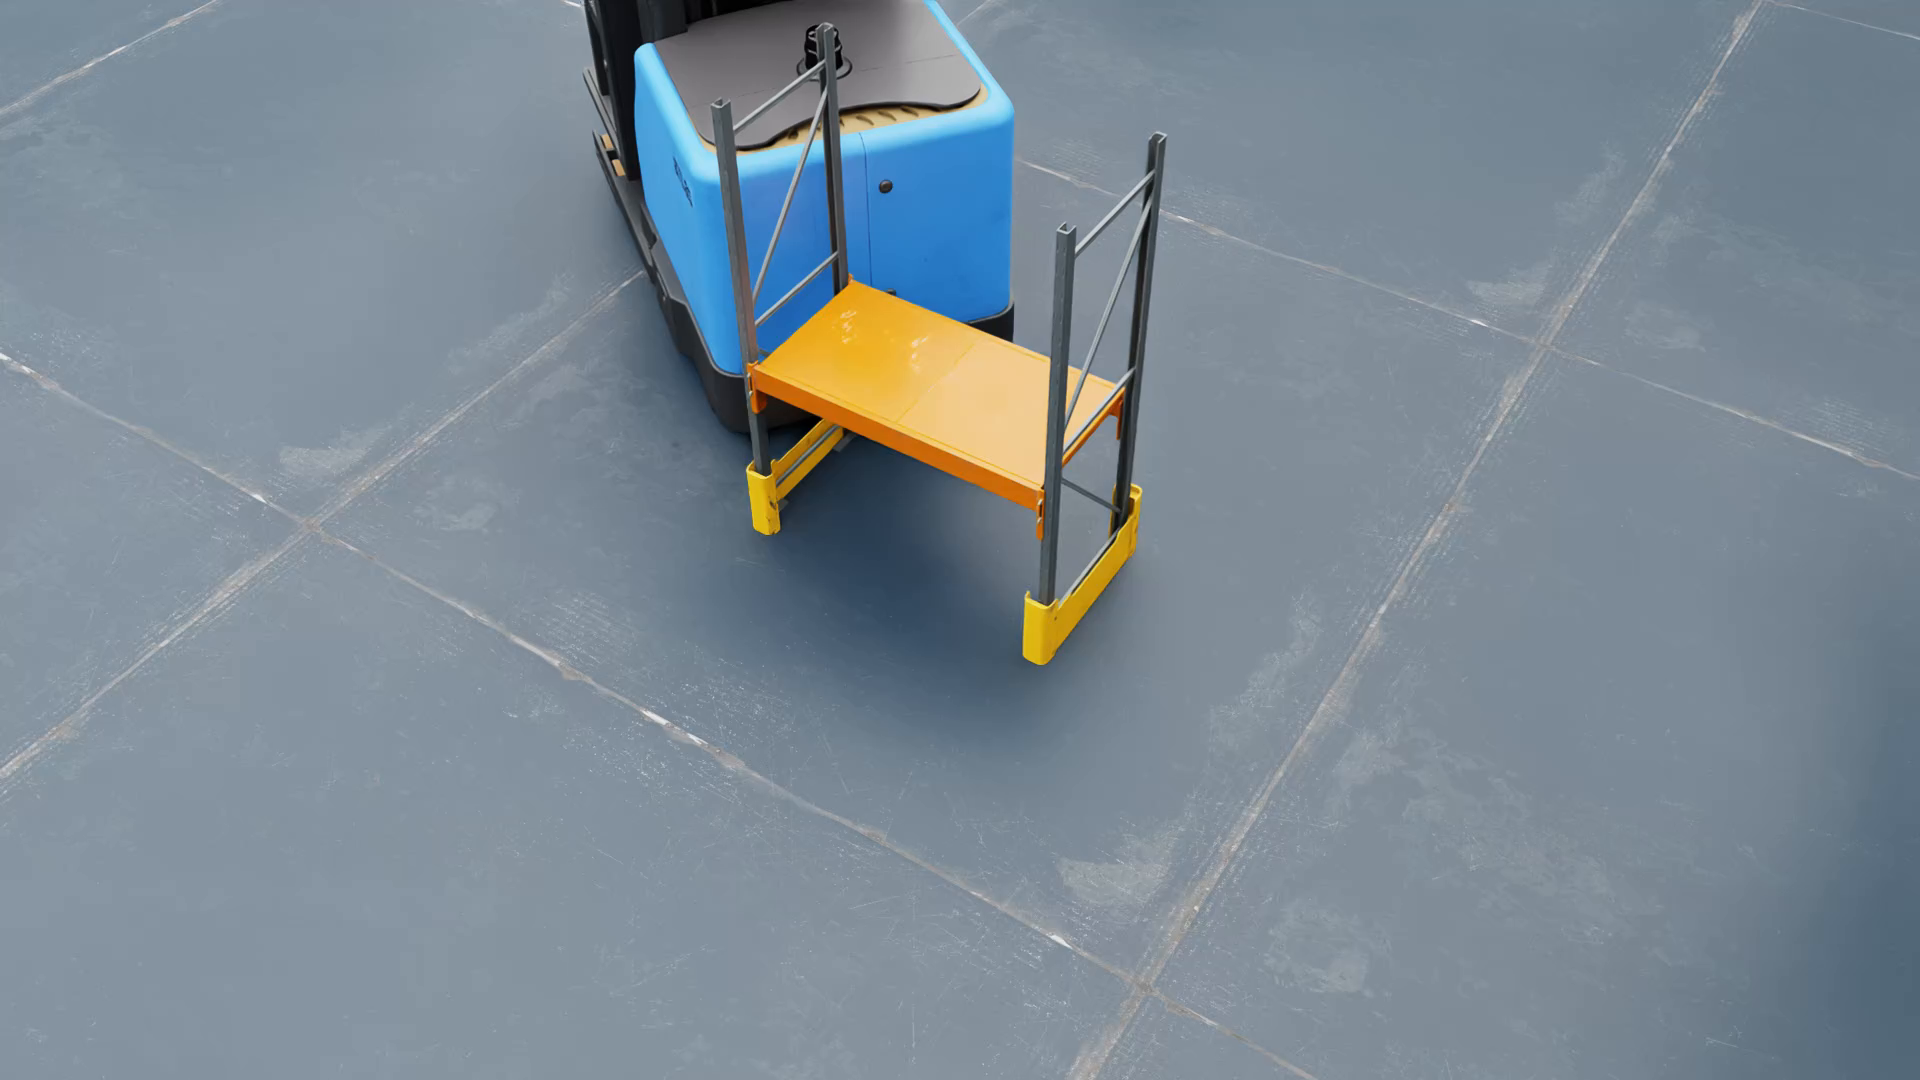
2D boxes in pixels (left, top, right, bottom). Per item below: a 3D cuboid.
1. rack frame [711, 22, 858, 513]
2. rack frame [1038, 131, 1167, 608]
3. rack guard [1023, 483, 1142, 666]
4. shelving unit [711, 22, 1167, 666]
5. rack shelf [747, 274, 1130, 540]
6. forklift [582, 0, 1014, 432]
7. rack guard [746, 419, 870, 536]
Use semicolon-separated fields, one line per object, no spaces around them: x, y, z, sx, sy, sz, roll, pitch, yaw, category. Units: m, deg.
-0.489;-0.731;4.915;0.032;1.500;0.500;24;51;22;rack frame
0.370;-0.341;4.536;0.032;1.500;0.500;24;51;22;rack frame
0.369;0.094;4.984;0.087;0.250;0.587;24;51;22;rack guard
-0.052;-0.533;4.722;1.083;1.500;0.587;24;51;22;shelving unit
-0.060;-0.411;4.854;1.000;0.185;0.538;24;51;22;rack shelf
-0.816;-2.452;5.589;1.130;2.935;3.031;-15;48;-14;forklift
-0.473;-0.288;5.356;0.087;0.250;0.587;24;51;22;rack guard
